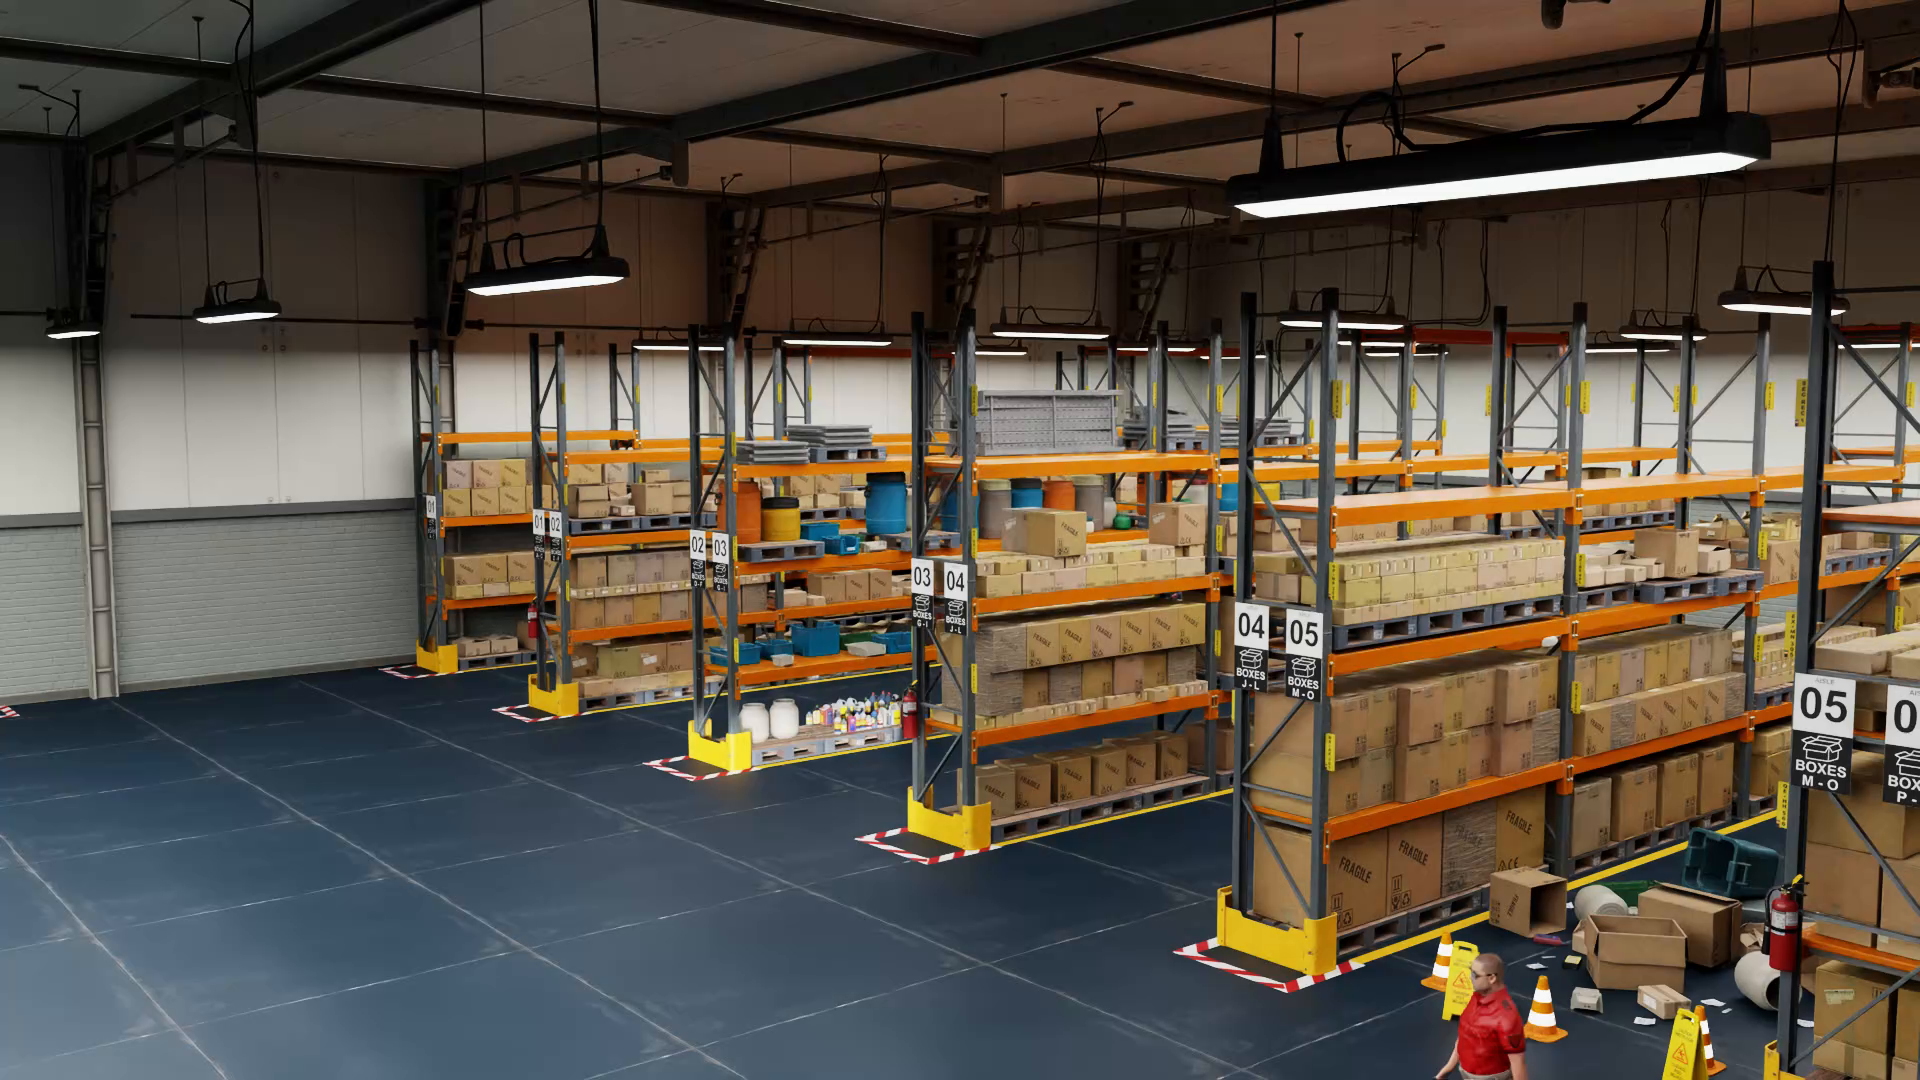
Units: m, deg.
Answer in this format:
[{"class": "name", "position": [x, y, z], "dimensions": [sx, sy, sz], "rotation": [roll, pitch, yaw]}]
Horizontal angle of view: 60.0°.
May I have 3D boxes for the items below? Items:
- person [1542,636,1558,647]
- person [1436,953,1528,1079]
[{"class": "person", "position": [8.016, 2.183, 22.719], "dimensions": [0.535, 1.784, 0.586], "rotation": [-4, 6, -34]}, {"class": "person", "position": [3.177, 3.364, 10.297], "dimensions": [1.088, 1.663, 0.566], "rotation": [0, 5, 2]}]
